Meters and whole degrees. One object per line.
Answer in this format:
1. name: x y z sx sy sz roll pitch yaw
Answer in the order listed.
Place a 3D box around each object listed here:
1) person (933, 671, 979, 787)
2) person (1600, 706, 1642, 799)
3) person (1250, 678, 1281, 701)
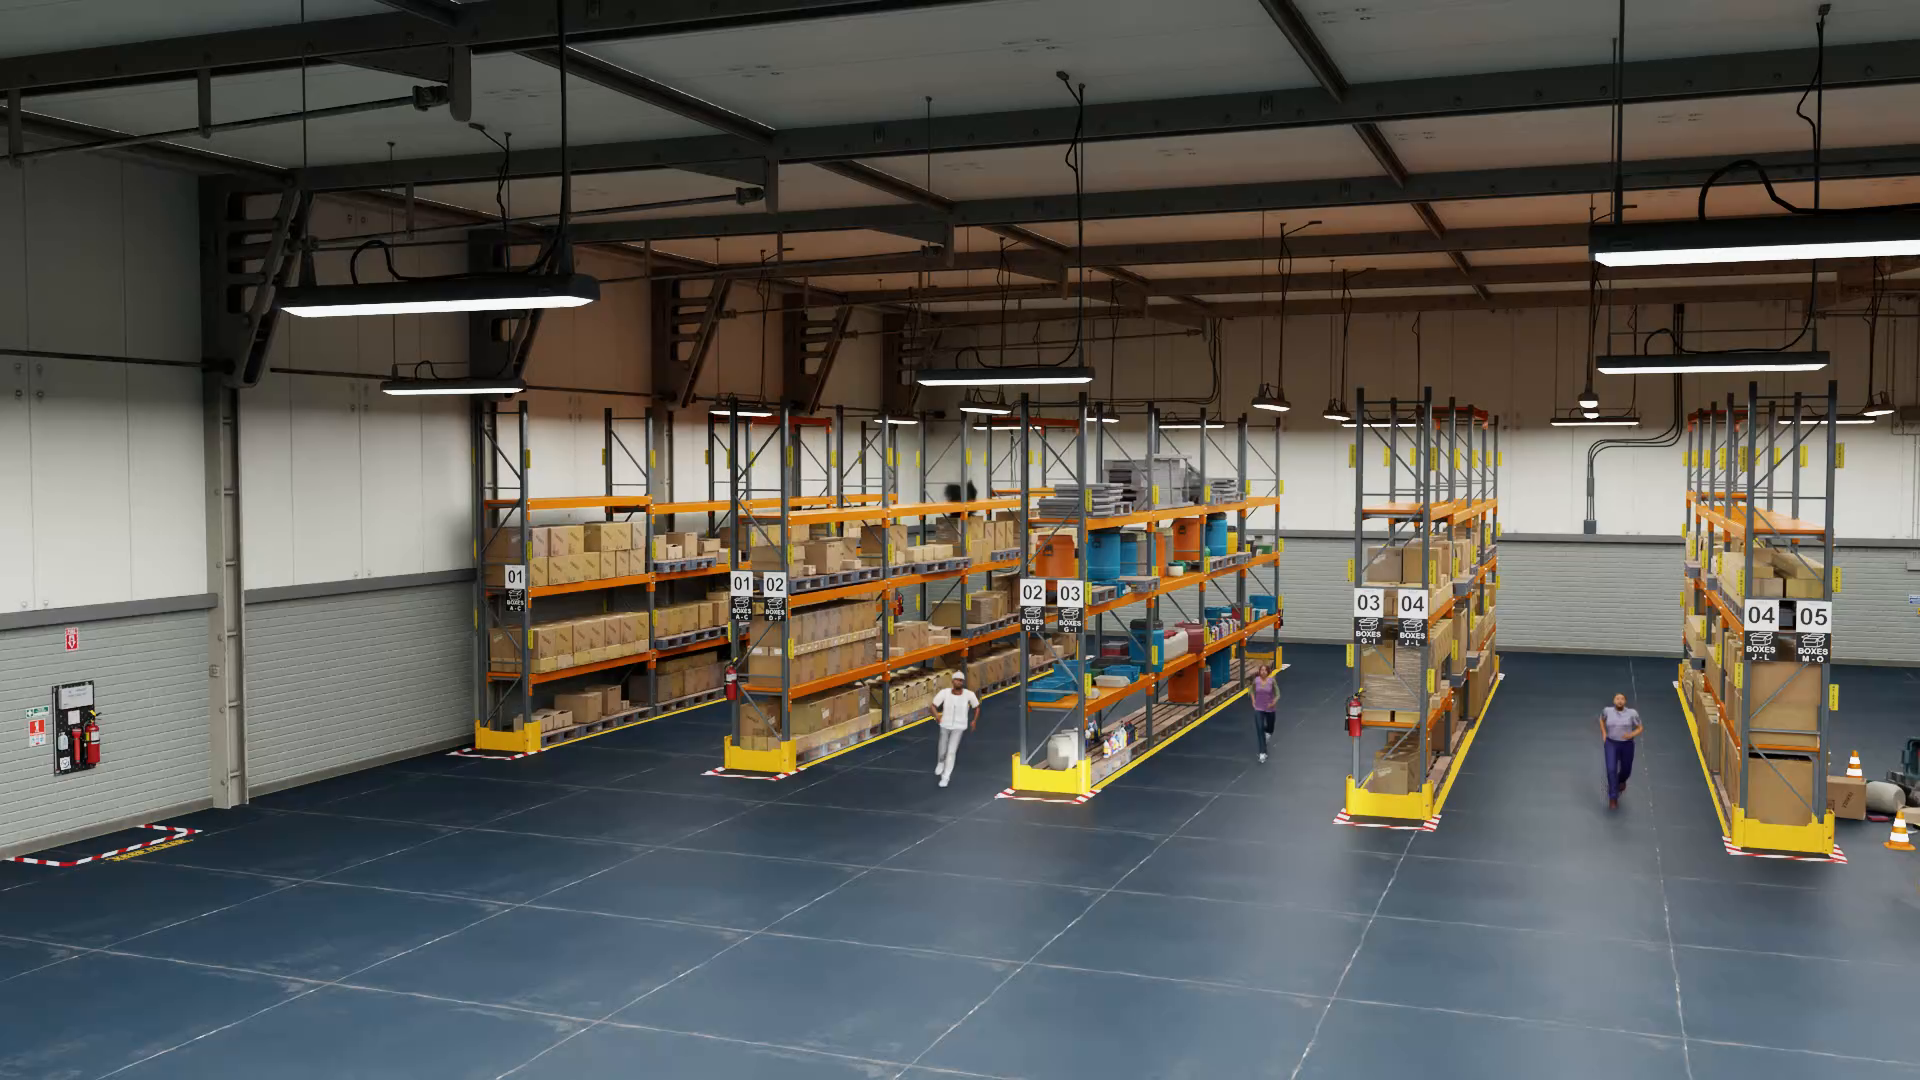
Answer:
1. person: -0.075 2.885 25.606 0.718 1.715 0.920 0 3 4
2. person: 9.581 3.050 24.119 0.546 1.346 0.921 1 3 17
3. person: 5.123 2.598 27.915 0.512 0.571 0.387 0 3 9
